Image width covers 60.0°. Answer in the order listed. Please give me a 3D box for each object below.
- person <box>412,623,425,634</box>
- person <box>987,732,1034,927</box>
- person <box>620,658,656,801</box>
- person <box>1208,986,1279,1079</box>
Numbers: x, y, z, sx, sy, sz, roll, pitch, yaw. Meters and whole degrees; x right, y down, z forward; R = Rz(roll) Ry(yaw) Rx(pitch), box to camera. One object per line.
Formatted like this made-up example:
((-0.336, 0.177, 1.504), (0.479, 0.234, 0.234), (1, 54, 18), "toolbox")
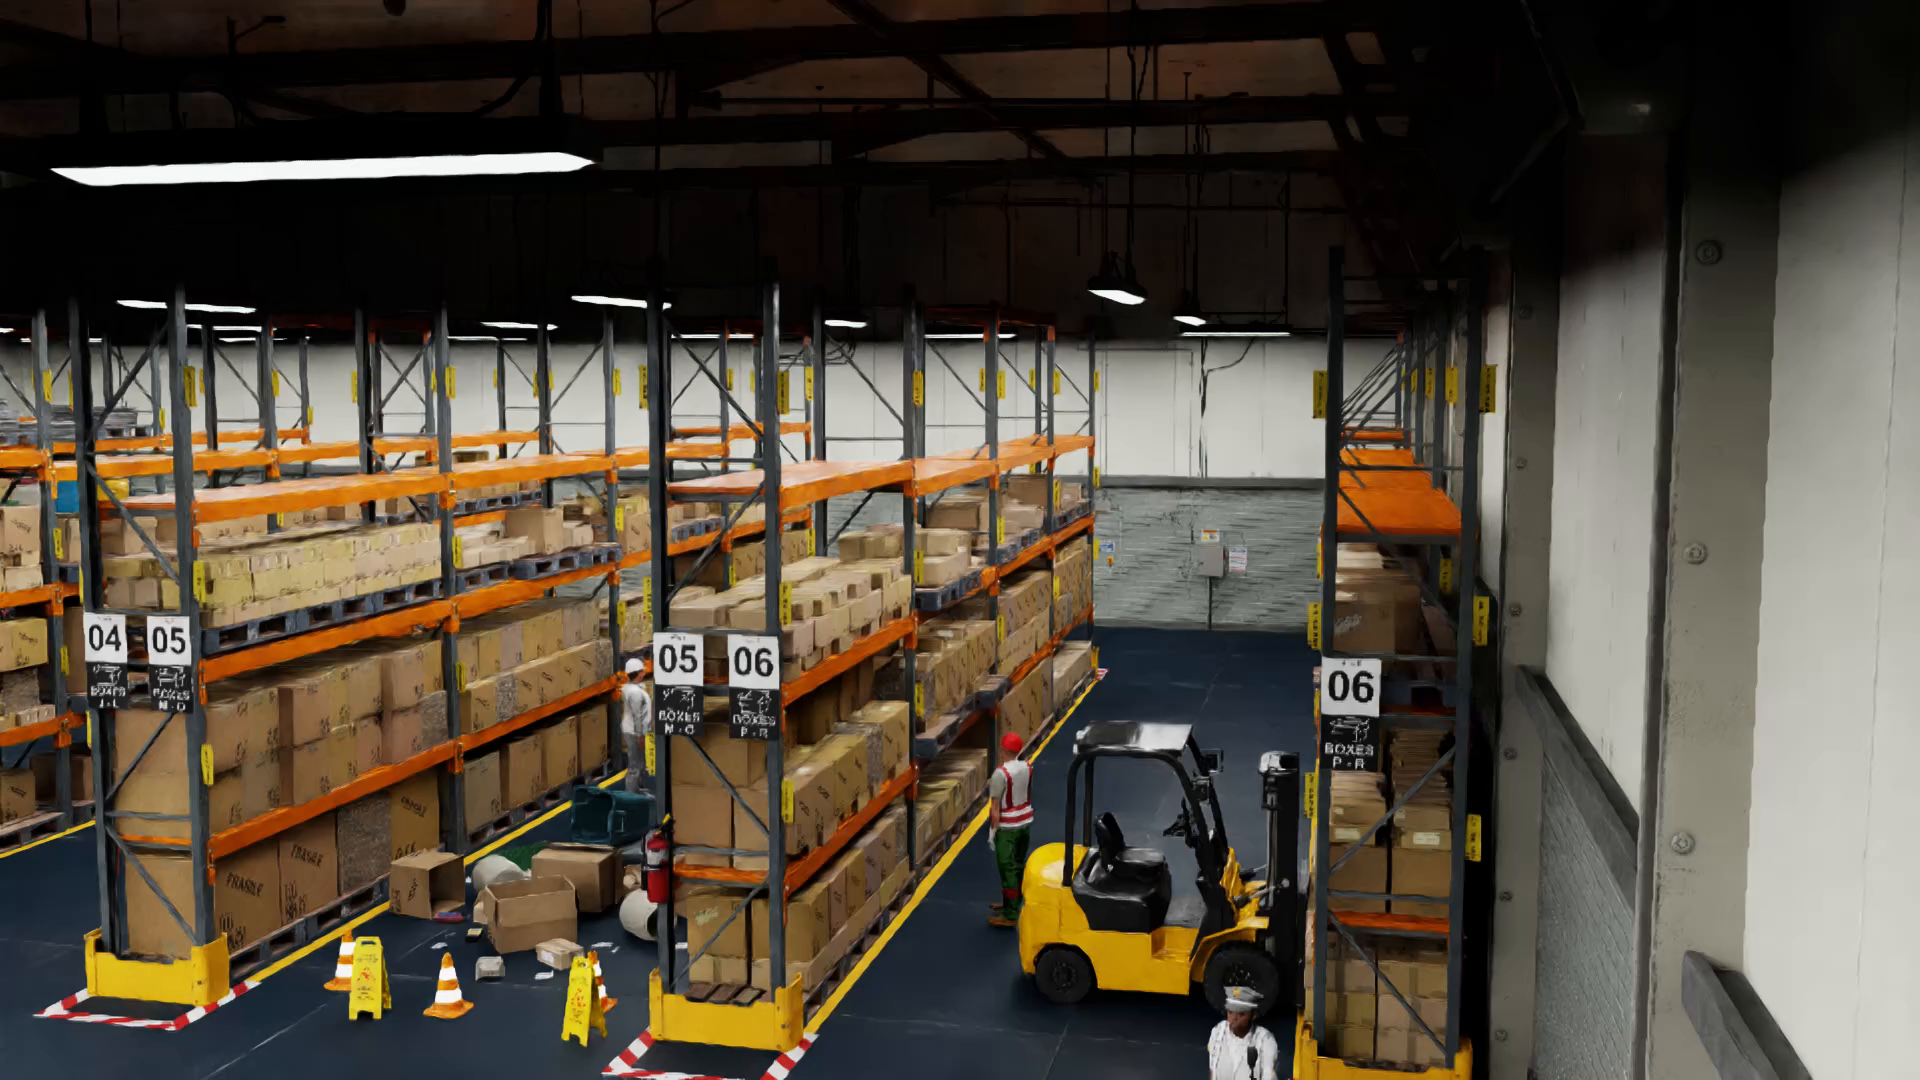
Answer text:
((-7.705, 1.962, 23.936), (0.625, 1.596, 0.517), (1, 6, 11), "person")
((0.431, 2.683, 15.634), (0.486, 1.787, 0.608), (6, 8, 44), "person")
((-3.795, 2.281, 19.720), (0.450, 1.768, 0.584), (-2, 6, -17), "person")
((1.649, 3.363, 9.721), (0.441, 1.623, 1.000), (2, 6, 21), "person")
